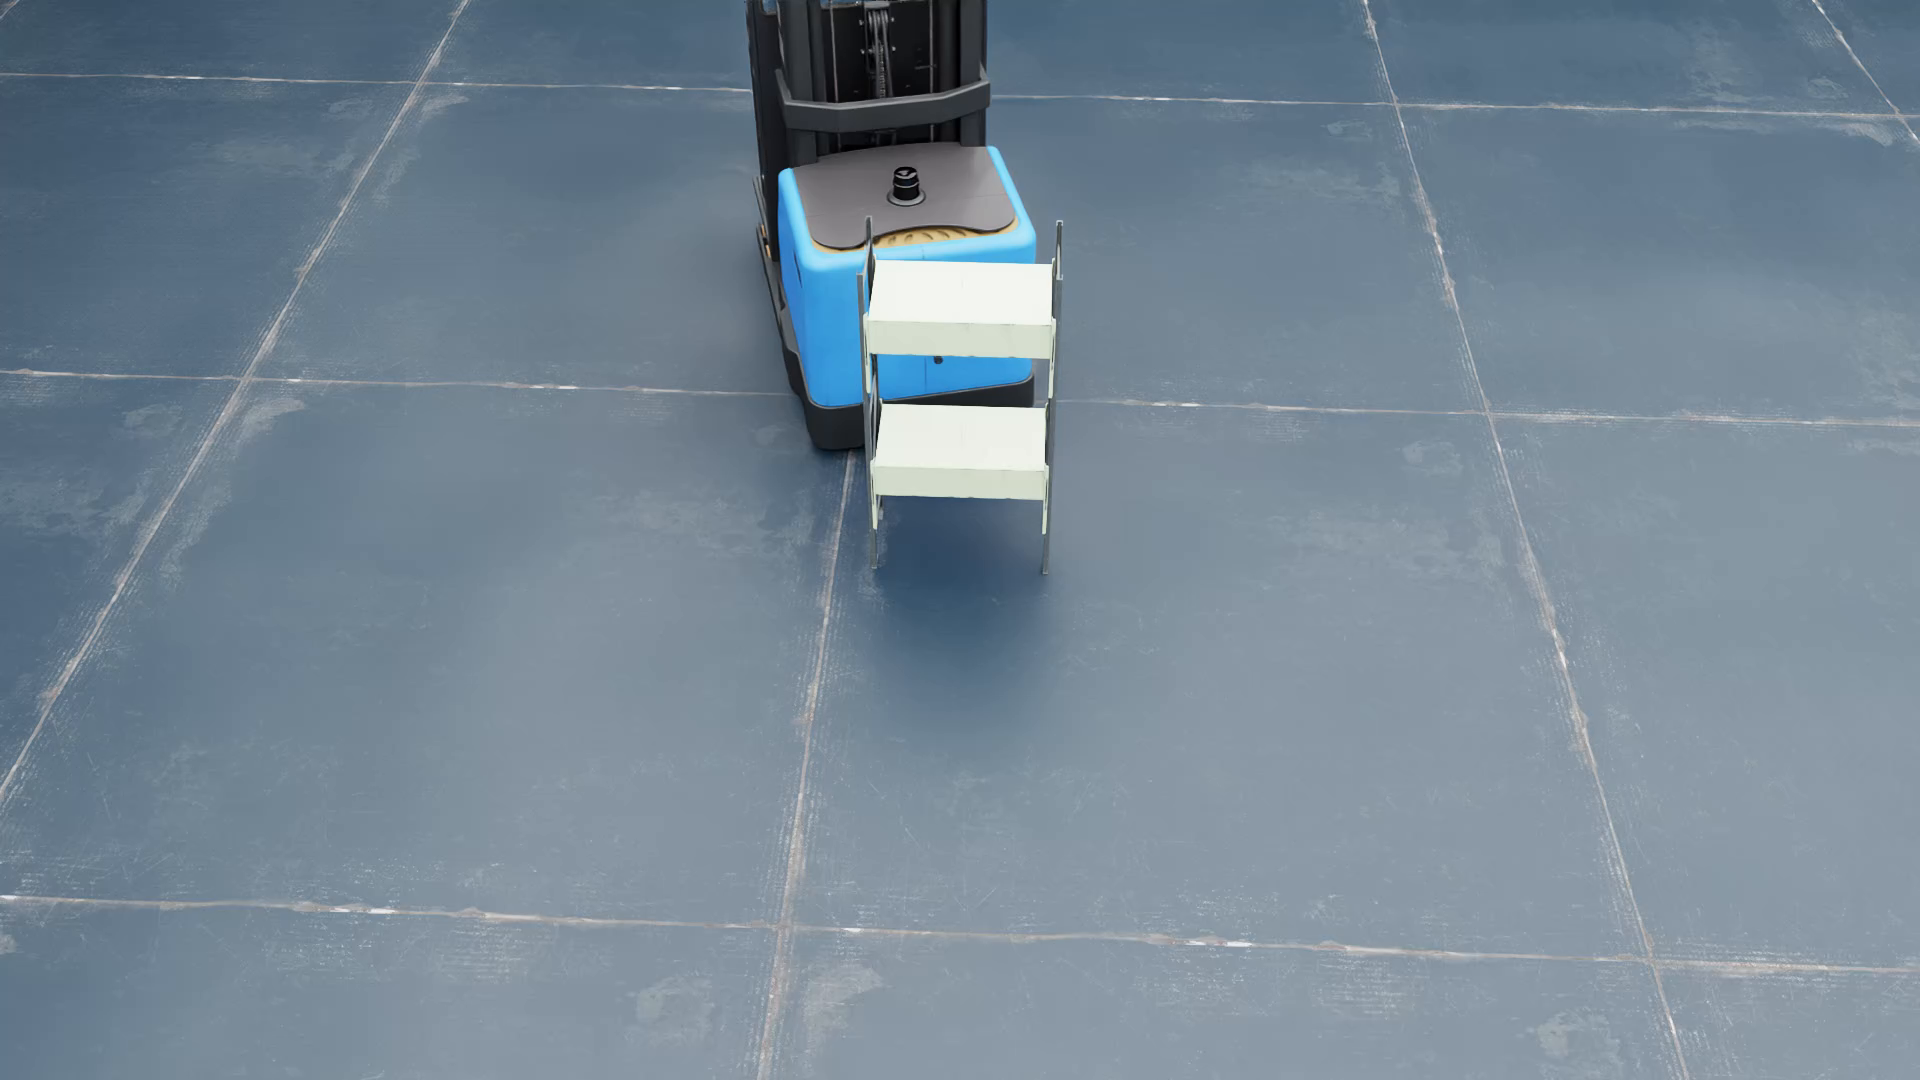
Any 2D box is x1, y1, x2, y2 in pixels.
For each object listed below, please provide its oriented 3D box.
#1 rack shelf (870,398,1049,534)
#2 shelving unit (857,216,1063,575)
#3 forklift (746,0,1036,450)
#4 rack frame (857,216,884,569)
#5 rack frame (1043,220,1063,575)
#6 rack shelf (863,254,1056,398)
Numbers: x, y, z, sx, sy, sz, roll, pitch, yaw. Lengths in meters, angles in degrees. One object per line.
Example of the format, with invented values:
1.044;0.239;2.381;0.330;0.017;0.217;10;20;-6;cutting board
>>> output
0.007;-0.310;6.961;0.720;0.370;0.431;2;43;2;rack shelf
0.007;-0.549;6.739;0.755;1.500;0.431;2;43;2;shelving unit
-0.468;-2.501;7.784;1.130;2.935;3.031;-8;44;-9;forklift
-0.359;-0.560;6.751;0.023;1.500;0.400;2;43;2;rack frame
0.372;-0.537;6.727;0.023;1.500;0.400;2;43;2;rack frame
0.007;-0.834;6.473;0.720;0.370;0.431;2;43;2;rack shelf
